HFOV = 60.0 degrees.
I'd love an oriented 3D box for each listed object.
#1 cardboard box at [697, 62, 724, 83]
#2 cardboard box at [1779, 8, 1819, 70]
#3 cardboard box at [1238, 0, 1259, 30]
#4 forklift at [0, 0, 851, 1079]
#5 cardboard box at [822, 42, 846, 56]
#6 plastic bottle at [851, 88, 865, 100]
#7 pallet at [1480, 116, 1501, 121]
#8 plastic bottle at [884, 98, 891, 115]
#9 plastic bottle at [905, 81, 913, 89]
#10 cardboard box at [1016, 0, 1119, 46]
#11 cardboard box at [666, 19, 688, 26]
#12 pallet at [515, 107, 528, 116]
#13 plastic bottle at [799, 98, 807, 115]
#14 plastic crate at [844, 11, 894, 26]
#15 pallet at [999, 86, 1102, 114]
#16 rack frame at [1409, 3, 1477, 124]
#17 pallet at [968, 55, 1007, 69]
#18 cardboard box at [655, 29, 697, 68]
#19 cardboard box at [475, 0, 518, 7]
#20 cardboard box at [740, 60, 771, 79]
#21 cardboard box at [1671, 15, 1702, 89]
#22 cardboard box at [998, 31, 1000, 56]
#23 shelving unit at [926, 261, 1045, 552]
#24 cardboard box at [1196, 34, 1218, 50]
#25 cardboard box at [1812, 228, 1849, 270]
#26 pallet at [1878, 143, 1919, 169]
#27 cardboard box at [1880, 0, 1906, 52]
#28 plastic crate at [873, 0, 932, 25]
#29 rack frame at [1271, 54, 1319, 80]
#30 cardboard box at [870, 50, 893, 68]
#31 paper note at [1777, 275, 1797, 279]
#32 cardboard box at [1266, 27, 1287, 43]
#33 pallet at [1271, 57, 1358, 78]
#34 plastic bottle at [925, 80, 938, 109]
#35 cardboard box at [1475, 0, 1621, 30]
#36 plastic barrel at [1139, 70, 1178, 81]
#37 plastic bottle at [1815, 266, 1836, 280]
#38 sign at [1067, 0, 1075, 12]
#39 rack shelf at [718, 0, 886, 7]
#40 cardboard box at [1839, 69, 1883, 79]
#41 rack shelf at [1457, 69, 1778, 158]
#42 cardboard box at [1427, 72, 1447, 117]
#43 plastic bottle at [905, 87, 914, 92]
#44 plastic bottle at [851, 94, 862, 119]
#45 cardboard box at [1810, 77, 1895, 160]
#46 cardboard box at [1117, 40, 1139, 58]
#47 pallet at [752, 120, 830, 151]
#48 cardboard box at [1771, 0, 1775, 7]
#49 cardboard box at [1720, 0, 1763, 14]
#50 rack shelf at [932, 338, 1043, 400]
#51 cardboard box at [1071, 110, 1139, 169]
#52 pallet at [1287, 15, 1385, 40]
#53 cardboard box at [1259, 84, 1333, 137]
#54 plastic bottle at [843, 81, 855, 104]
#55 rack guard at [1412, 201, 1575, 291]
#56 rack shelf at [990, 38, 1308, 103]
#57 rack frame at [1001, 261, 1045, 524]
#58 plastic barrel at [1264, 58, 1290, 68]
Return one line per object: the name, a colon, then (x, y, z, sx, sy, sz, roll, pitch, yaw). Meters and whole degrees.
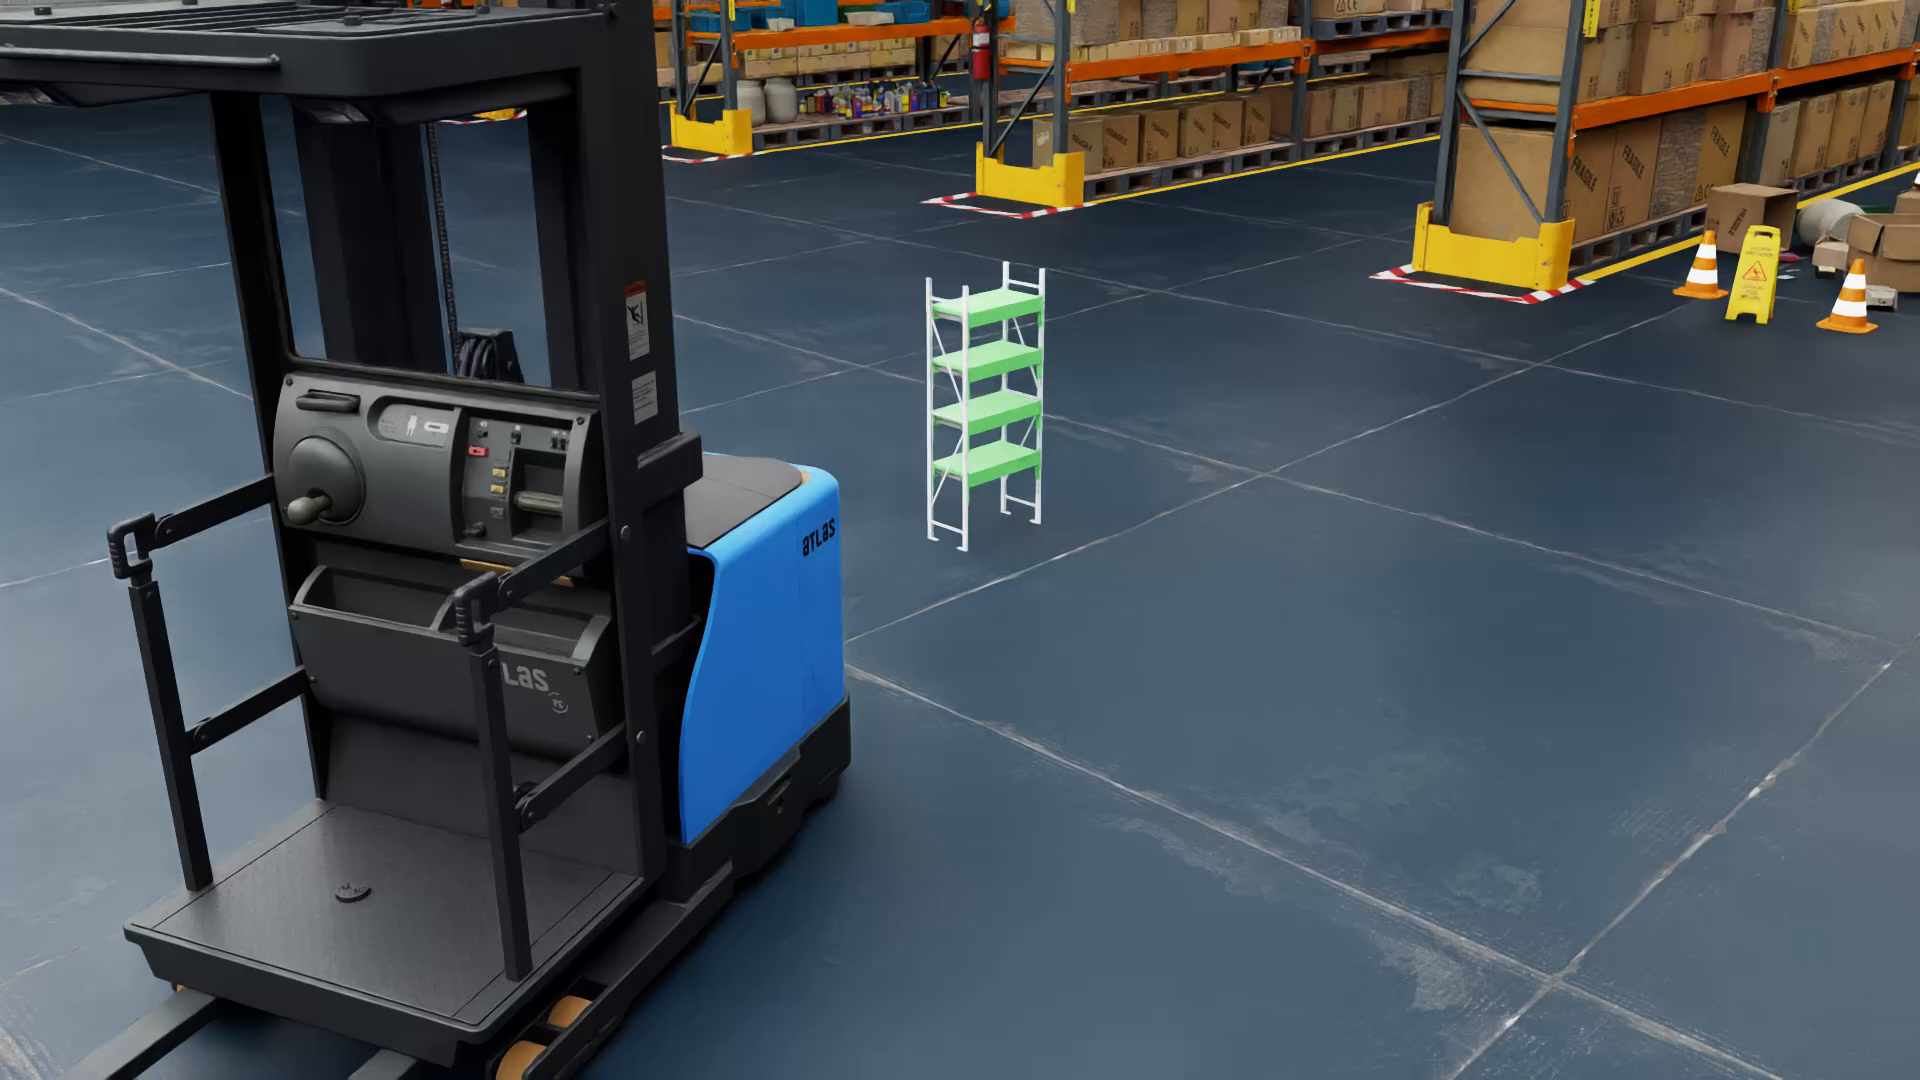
cardboard box: (-3.852, -6.962, 24.754, 0.500, 0.250, 0.500, 19, 28, 41)
cardboard box: (7.453, -4.590, 15.197, 0.500, 0.500, 0.500, 20, 28, 41)
cardboard box: (2.677, -5.709, 17.692, 0.875, 0.500, 0.500, 19, 28, 41)
forklift: (-1.391, -0.165, 3.919, 1.130, 2.935, 3.031, 8, 23, 21)
cardboard box: (-2.147, -7.837, 26.249, 0.500, 0.311, 0.500, -19, 28, -41)
plastic bottle: (-1.304, -5.625, 21.211, 0.152, 0.276, 0.135, 19, 28, 41)
pallet: (6.804, -5.654, 21.989, 1.003, 0.211, 1.213, 19, 28, 41)
plastic bottle: (-0.920, -5.434, 20.818, 0.097, 0.201, 0.097, 0, 21, 0)
plastic bottle: (-0.675, -5.942, 22.044, 0.097, 0.271, 0.097, 0, 21, 0)
cardboard box: (1.023, -5.035, 15.939, 0.875, 0.500, 0.500, 19, 28, 41)
cardboard box: (-5.354, -9.228, 30.272, 0.700, 0.500, 0.500, 19, 28, 41)
pallet: (-5.972, -6.101, 23.153, 1.003, 0.211, 1.213, 19, 28, 41)
plastic bottle: (-1.962, -5.436, 20.823, 0.097, 0.201, 0.097, 0, 21, 0)
plastic crate: (-1.090, -6.379, 20.357, 0.530, 0.136, 0.437, 19, 28, 41)
pallet: (1.232, -6.208, 23.432, 1.003, 0.211, 1.213, 19, 28, 41)
rack frame: (6.200, -6.771, 21.011, 1.000, 3.000, 0.127, 19, 28, 41)
pallet: (0.504, -8.445, 29.251, 1.003, 0.211, 1.213, 19, 28, 41)
cardboard box: (-4.209, -7.187, 24.293, 0.500, 0.500, 0.500, 19, 28, 41)
cardboard box: (-6.141, -7.359, 22.400, 0.700, 0.500, 0.500, 19, 28, 41)
cardboard box: (-3.227, -7.178, 25.315, 0.500, 0.250, 0.500, 18, 28, 39)
cardboard box: (5.518, -4.030, 13.670, 0.875, 0.550, 0.500, 19, 28, 41)
cardboard box: (0.342, -8.599, 28.638, 0.500, 0.500, 0.500, 19, 28, 40)
shelving unit: (0.115, -0.603, 7.470, 0.258, 1.200, 0.503, 19, 28, 41)
cardboard box: (2.413, -5.115, 17.052, 0.380, 0.149, 0.250, 19, 28, 41)
cardboard box: (7.013, -2.297, 13.180, 0.258, 0.266, 0.396, -14, 25, -33)
pallet: (10.229, -4.403, 18.735, 1.003, 0.211, 1.213, 19, 28, 41)
cardboard box: (9.213, -5.240, 16.887, 0.500, 0.500, 0.500, 19, 28, 41)
plastic crate: (-0.717, -6.561, 20.671, 0.499, 0.251, 0.616, 19, 28, 41)
rack frame: (5.442, -9.039, 26.911, 1.000, 3.000, 0.127, 19, 28, 41)
cardboard box: (-1.444, -7.835, 27.024, 0.500, 0.250, 0.500, 19, 28, 40)
paper note: (6.384, -2.028, 12.812, 0.142, 0.017, 0.144, -10, 23, -24)
cardboard box: (3.289, -5.435, 17.885, 0.380, 0.149, 0.250, 19, 28, 41)
pallet: (5.927, -7.936, 27.928, 1.003, 0.211, 1.213, 19, 28, 41)
plastic bottle: (-0.382, -5.714, 21.339, 0.144, 0.351, 0.185, 18, 28, 39)
cardboard box: (4.389, -4.107, 12.366, 0.875, 0.550, 0.550, 19, 28, 41)
plastic barrel: (2.980, -7.324, 24.888, 0.600, 0.830, 0.708, 19, 28, 41)
plastic bottle: (6.716, -2.082, 12.905, 0.133, 0.061, 0.283, 9, 23, 23)
sign: (1.008, -4.983, 15.152, 0.100, 0.325, 0.005, 19, 28, 41)
rack shelf: (-2.290, -8.402, 26.255, 1.077, 0.370, 4.000, 19, 28, 41)
cardboard box: (9.973, -5.125, 18.580, 0.500, 0.250, 0.500, 18, 28, 39)
rack shelf: (5.498, -3.626, 13.830, 1.077, 0.370, 4.000, 19, 28, 41)
cardboard box: (5.747, -5.633, 20.919, 0.700, 0.500, 0.500, 17, 27, 38)
plastic bottle: (-0.639, -5.660, 21.304, 0.152, 0.276, 0.135, 19, 28, 41)
plastic bottle: (-1.270, -5.334, 20.443, 0.133, 0.283, 0.061, -20, 28, -41)
cardboard box: (9.194, -4.516, 17.693, 1.050, 0.750, 0.750, 19, 28, 40)
cardboard box: (1.522, -4.801, 16.234, 0.380, 0.149, 0.250, 19, 28, 41)
pallet: (-2.340, -4.892, 20.007, 1.003, 0.211, 1.213, 19, 28, 41)
cardboard box: (7.235, -5.118, 15.177, 0.700, 0.500, 0.500, 19, 28, 40)
cardboard box: (6.310, -4.793, 14.150, 0.875, 0.550, 0.550, 19, 28, 41)
rack shelf: (0.115, -0.767, 7.407, 0.258, 0.148, 0.480, 19, 28, 41)
cardboard box: (1.459, -4.063, 16.863, 0.500, 0.500, 0.500, -12, 24, -28)
pallet: (4.047, -5.814, 18.787, 1.003, 0.211, 1.213, 19, 28, 41)
cardboard box: (3.853, -4.934, 19.102, 0.700, 0.500, 0.500, 17, 27, 37)
plastic bottle: (-1.428, -5.690, 21.277, 0.144, 0.351, 0.185, 19, 28, 40)
rack guard: (4.086, -2.275, 12.796, 1.175, 0.500, 0.348, 19, 28, 41)
rack shelf: (2.014, -4.893, 17.127, 1.077, 0.370, 4.000, 19, 28, 41)
rack frame: (0.286, -0.665, 7.633, 0.240, 1.200, 0.015, 19, 28, 41)
plastic barrel: (5.050, -8.120, 26.860, 0.600, 0.901, 0.708, 19, 28, 41)
